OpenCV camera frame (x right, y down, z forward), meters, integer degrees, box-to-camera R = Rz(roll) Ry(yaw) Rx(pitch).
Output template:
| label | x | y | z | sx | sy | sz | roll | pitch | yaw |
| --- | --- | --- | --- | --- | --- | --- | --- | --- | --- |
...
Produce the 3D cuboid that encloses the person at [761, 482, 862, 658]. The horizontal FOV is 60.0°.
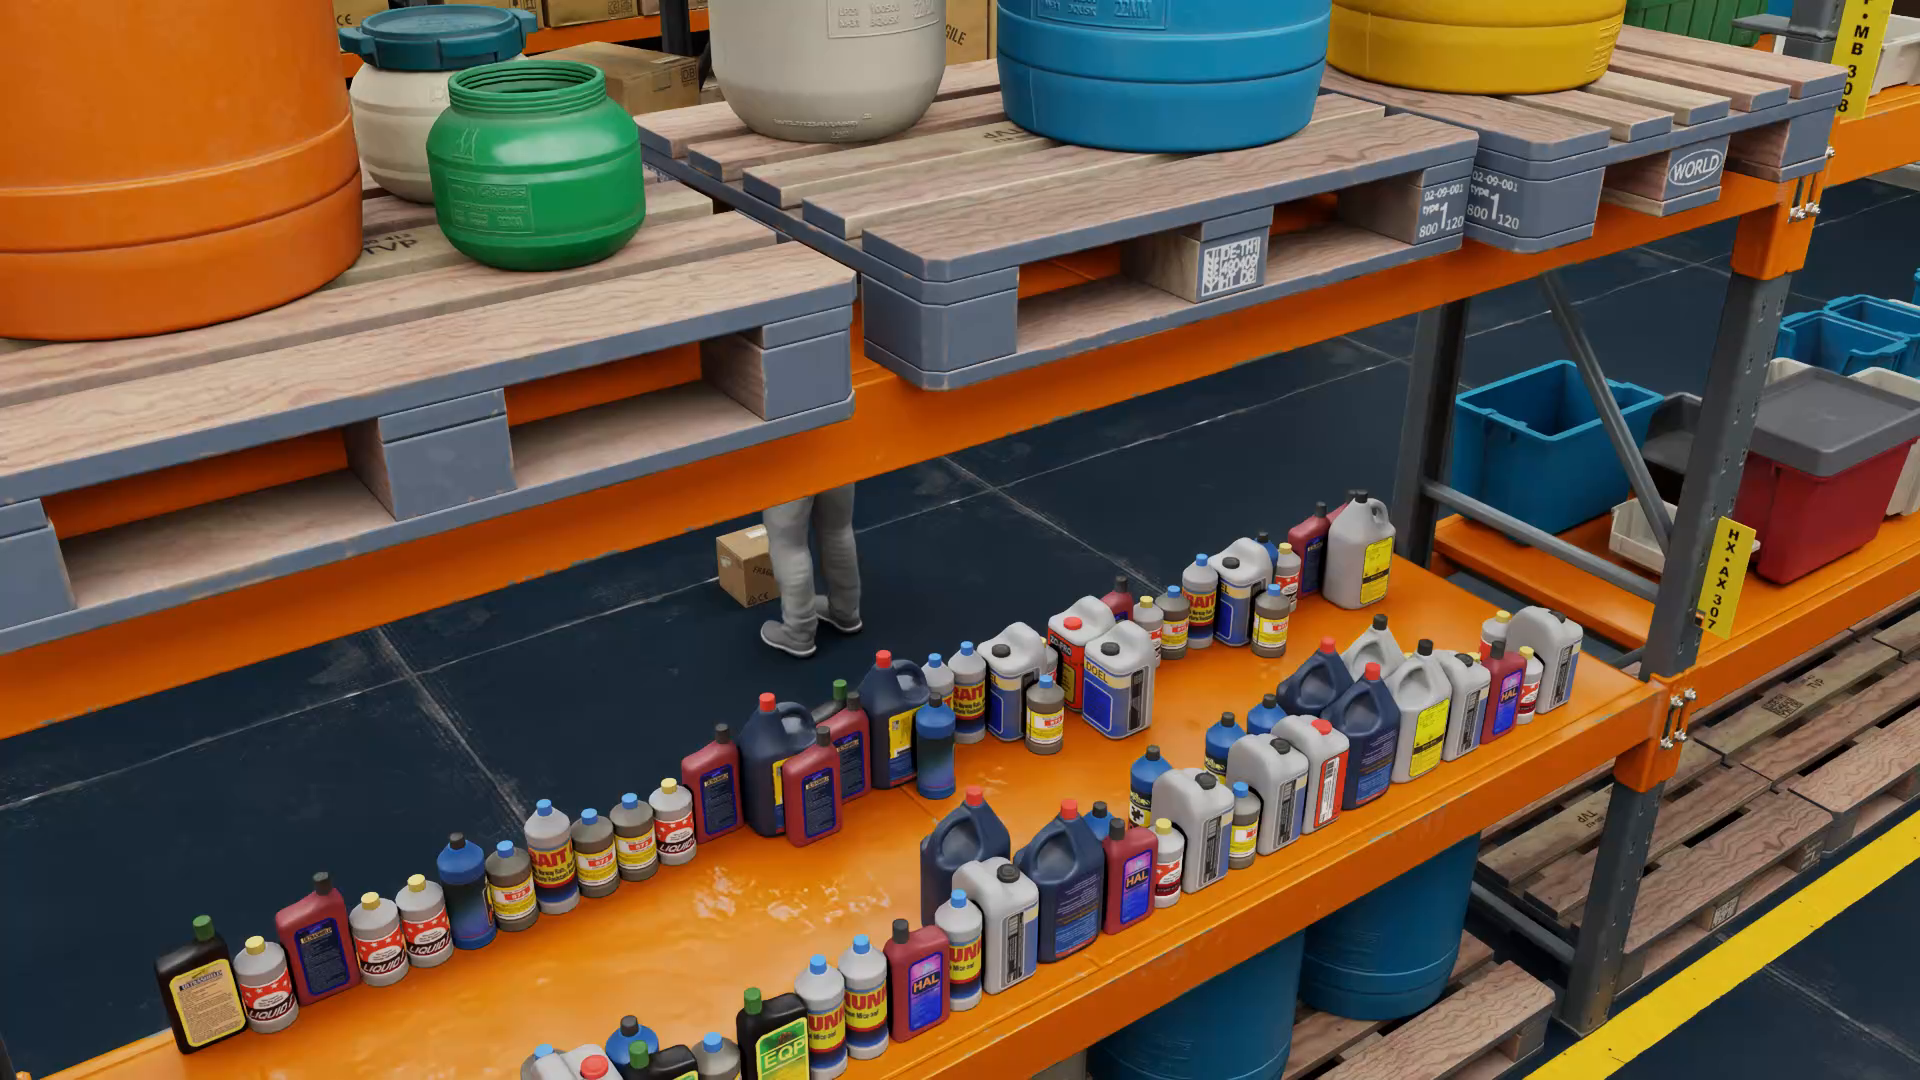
| label | x | y | z | sx | sy | sz | roll | pitch | yaw |
| --- | --- | --- | --- | --- | --- | --- | --- | --- | --- |
| person | -0.649 | -0.361 | 6.783 | 0.542 | 1.768 | 0.416 | -18 | 33 | -30 |
